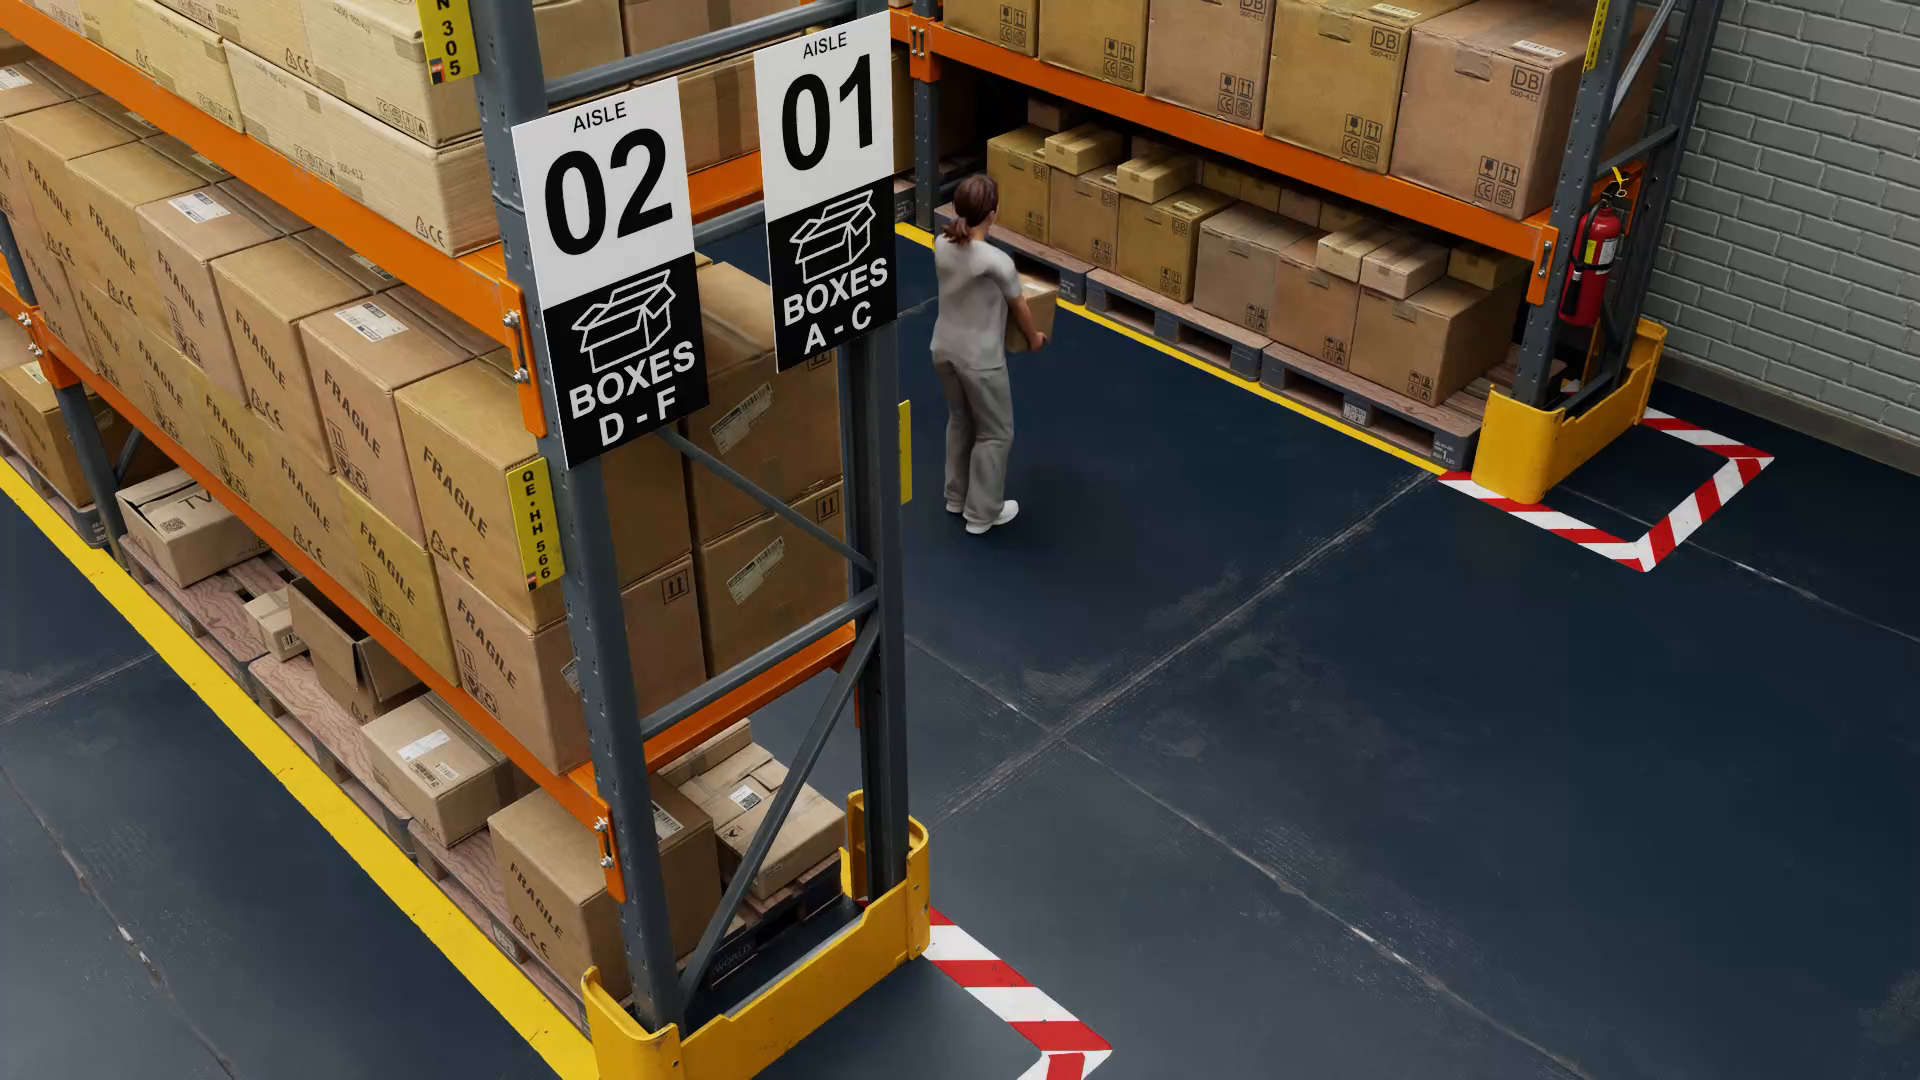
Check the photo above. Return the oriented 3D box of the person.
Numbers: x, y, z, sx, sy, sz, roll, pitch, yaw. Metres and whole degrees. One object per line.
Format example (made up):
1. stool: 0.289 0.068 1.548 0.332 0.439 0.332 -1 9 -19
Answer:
1. person: 0.111 -0.836 7.329 0.411 1.666 0.505 29 45 34
